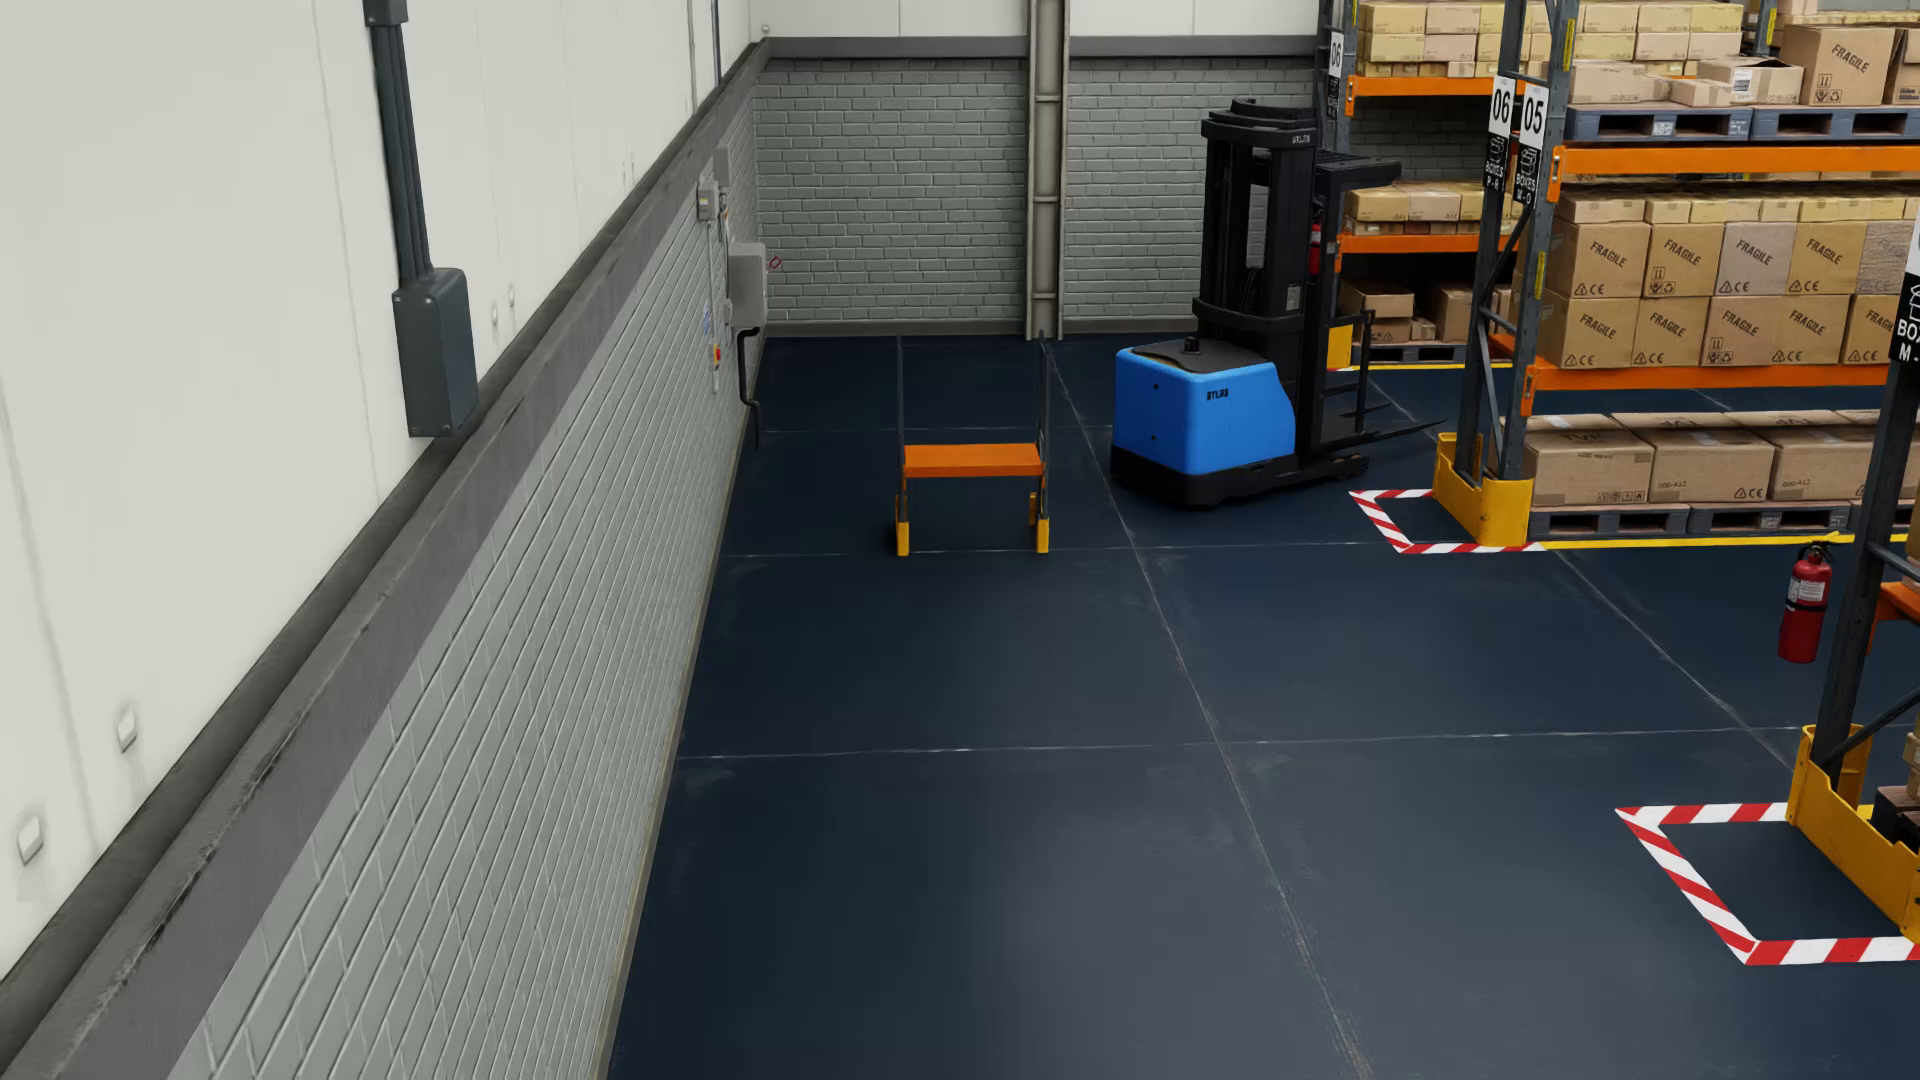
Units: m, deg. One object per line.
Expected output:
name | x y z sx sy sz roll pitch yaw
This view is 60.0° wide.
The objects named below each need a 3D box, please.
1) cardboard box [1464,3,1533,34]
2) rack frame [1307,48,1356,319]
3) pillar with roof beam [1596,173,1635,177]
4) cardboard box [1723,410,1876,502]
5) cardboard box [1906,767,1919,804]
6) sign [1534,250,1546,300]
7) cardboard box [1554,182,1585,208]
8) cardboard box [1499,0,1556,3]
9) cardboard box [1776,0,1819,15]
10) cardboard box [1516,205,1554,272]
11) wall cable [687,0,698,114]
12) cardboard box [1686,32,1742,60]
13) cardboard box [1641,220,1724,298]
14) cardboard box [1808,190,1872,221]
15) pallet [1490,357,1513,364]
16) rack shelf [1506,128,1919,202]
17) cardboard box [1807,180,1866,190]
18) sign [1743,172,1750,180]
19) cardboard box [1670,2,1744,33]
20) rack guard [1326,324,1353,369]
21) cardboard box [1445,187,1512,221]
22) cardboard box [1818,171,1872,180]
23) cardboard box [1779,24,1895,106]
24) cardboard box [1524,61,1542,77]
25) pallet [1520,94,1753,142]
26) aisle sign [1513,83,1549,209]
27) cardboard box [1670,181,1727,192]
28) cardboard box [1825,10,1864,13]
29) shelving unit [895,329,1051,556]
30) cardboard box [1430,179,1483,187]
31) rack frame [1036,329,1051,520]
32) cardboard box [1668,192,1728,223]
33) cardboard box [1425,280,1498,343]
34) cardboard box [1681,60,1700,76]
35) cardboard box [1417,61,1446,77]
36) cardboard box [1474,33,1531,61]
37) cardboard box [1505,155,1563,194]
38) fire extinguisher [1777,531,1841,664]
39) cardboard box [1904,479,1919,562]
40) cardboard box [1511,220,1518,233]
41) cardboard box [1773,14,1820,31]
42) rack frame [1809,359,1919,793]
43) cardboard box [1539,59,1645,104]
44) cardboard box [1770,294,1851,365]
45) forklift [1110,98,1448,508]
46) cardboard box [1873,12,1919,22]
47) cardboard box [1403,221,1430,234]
cardboard box | 5.100 -4.967 15.825 0.500 0.250 0.500 -1 21 -4
rack frame | 3.633 -3.324 16.635 0.127 3.000 1.000 -1 21 -3
pillar with roof beam | 7.125 -4.985 12.568 0.400 9.000 9.100 -1 21 -3
cardboard box | 6.387 -0.648 12.617 0.875 0.438 0.875 -2 21 -5
cardboard box | 4.817 1.247 8.046 0.250 0.149 0.380 -1 21 -2
sign | 3.945 -1.805 11.318 0.005 0.325 0.100 -1 21 -3
cardboard box | 4.267 -2.456 11.899 0.250 0.149 0.380 -1 21 -2
cardboard box | 5.595 -5.161 16.336 0.500 0.250 0.500 -1 21 -3
cardboard box | 7.947 -5.147 15.831 0.258 0.266 0.396 -1 21 -4
cardboard box | 4.387 -2.169 12.056 0.500 0.500 0.500 0 21 -1
wall cable | -1.743 -4.149 10.370 0.029 3.000 0.463 -1 21 -3
cardboard box | 7.159 -4.777 16.029 0.500 0.250 0.500 -1 21 -3
cardboard box | 4.931 -1.996 11.602 0.500 0.500 0.500 -2 21 -5
cardboard box | 6.099 -2.326 11.557 0.250 0.149 0.380 -1 21 -3
pallet | 5.720 -2.062 17.241 1.213 0.211 1.003 -1 21 -3
rack shelf | 5.916 -2.667 11.705 4.000 0.370 1.077 -1 21 -3
cardboard box | 6.311 -2.501 12.017 0.250 0.149 0.380 -1 21 -3
sign | 7.665 -3.617 16.189 0.005 0.325 0.100 -1 21 -3
cardboard box | 7.136 -5.014 15.948 0.500 0.250 0.500 -1 21 -3
rack guard | 3.709 -2.157 17.084 0.348 0.500 1.175 -1 21 -3
cardboard box | 5.110 -3.328 16.439 0.500 0.250 0.500 -2 21 -4
cardboard box | 8.639 -3.589 16.601 0.500 0.500 0.700 -1 21 -2
cardboard box | 5.941 -3.240 11.328 0.500 0.500 0.500 -1 21 -2
cardboard box | 5.500 -4.529 15.937 0.250 0.149 0.380 -1 21 -3
pallet | 4.660 -2.940 11.535 1.213 0.211 1.003 -1 21 -3
aisle sign | 3.864 -2.671 11.267 0.004 0.787 0.394 -1 21 -3
cardboard box | 5.290 -2.476 11.950 0.250 0.149 0.380 -1 21 -4
cardboard box | 8.685 -5.142 16.400 0.250 0.149 0.380 -1 21 -2
shelving unit | 0.076 -0.702 11.858 1.083 1.500 0.587 -1 21 -3
cardboard box | 5.086 -3.515 16.929 0.500 0.250 0.500 -1 21 -1
rack frame | 0.593 -0.713 11.886 0.032 1.500 0.500 -1 21 -3
cardboard box | 5.075 -2.293 11.472 0.250 0.149 0.380 -2 21 -5
cardboard box | 5.104 -2.334 16.959 0.500 0.500 0.700 0 21 -1
cardboard box | 7.039 -4.573 16.055 0.250 0.149 0.380 -1 21 -3
cardboard box | 4.482 -4.546 15.982 0.250 0.149 0.380 -1 21 -3
cardboard box | 5.109 -4.730 15.906 0.500 0.250 0.500 -2 21 -5
cardboard box | 5.599 -3.687 16.329 0.500 0.500 0.500 -1 21 -2
fire extinguisher | 4.025 0.247 7.888 0.183 0.674 0.296 -1 21 -3
cardboard box | 4.737 -0.090 7.584 0.500 0.500 0.500 -1 21 -2
cardboard box | 5.527 -3.137 16.497 0.250 0.149 0.380 -1 21 -2
cardboard box | 7.949 -4.922 15.821 0.250 0.149 0.380 -1 21 -1
rack frame | 4.303 0.196 7.391 0.127 3.000 1.000 -1 21 -3
cardboard box | 4.364 -3.176 11.512 0.500 0.250 0.500 -3 21 -8
cardboard box | 5.927 -1.555 11.850 0.500 0.500 0.500 0 21 -1
forklift | 2.719 -2.000 13.255 3.031 2.935 1.130 -13 24 -31
cardboard box | 8.975 -4.983 15.982 0.250 0.149 0.380 -1 21 -2
cardboard box | 4.488 -3.155 16.545 0.250 0.149 0.380 -1 21 -4
